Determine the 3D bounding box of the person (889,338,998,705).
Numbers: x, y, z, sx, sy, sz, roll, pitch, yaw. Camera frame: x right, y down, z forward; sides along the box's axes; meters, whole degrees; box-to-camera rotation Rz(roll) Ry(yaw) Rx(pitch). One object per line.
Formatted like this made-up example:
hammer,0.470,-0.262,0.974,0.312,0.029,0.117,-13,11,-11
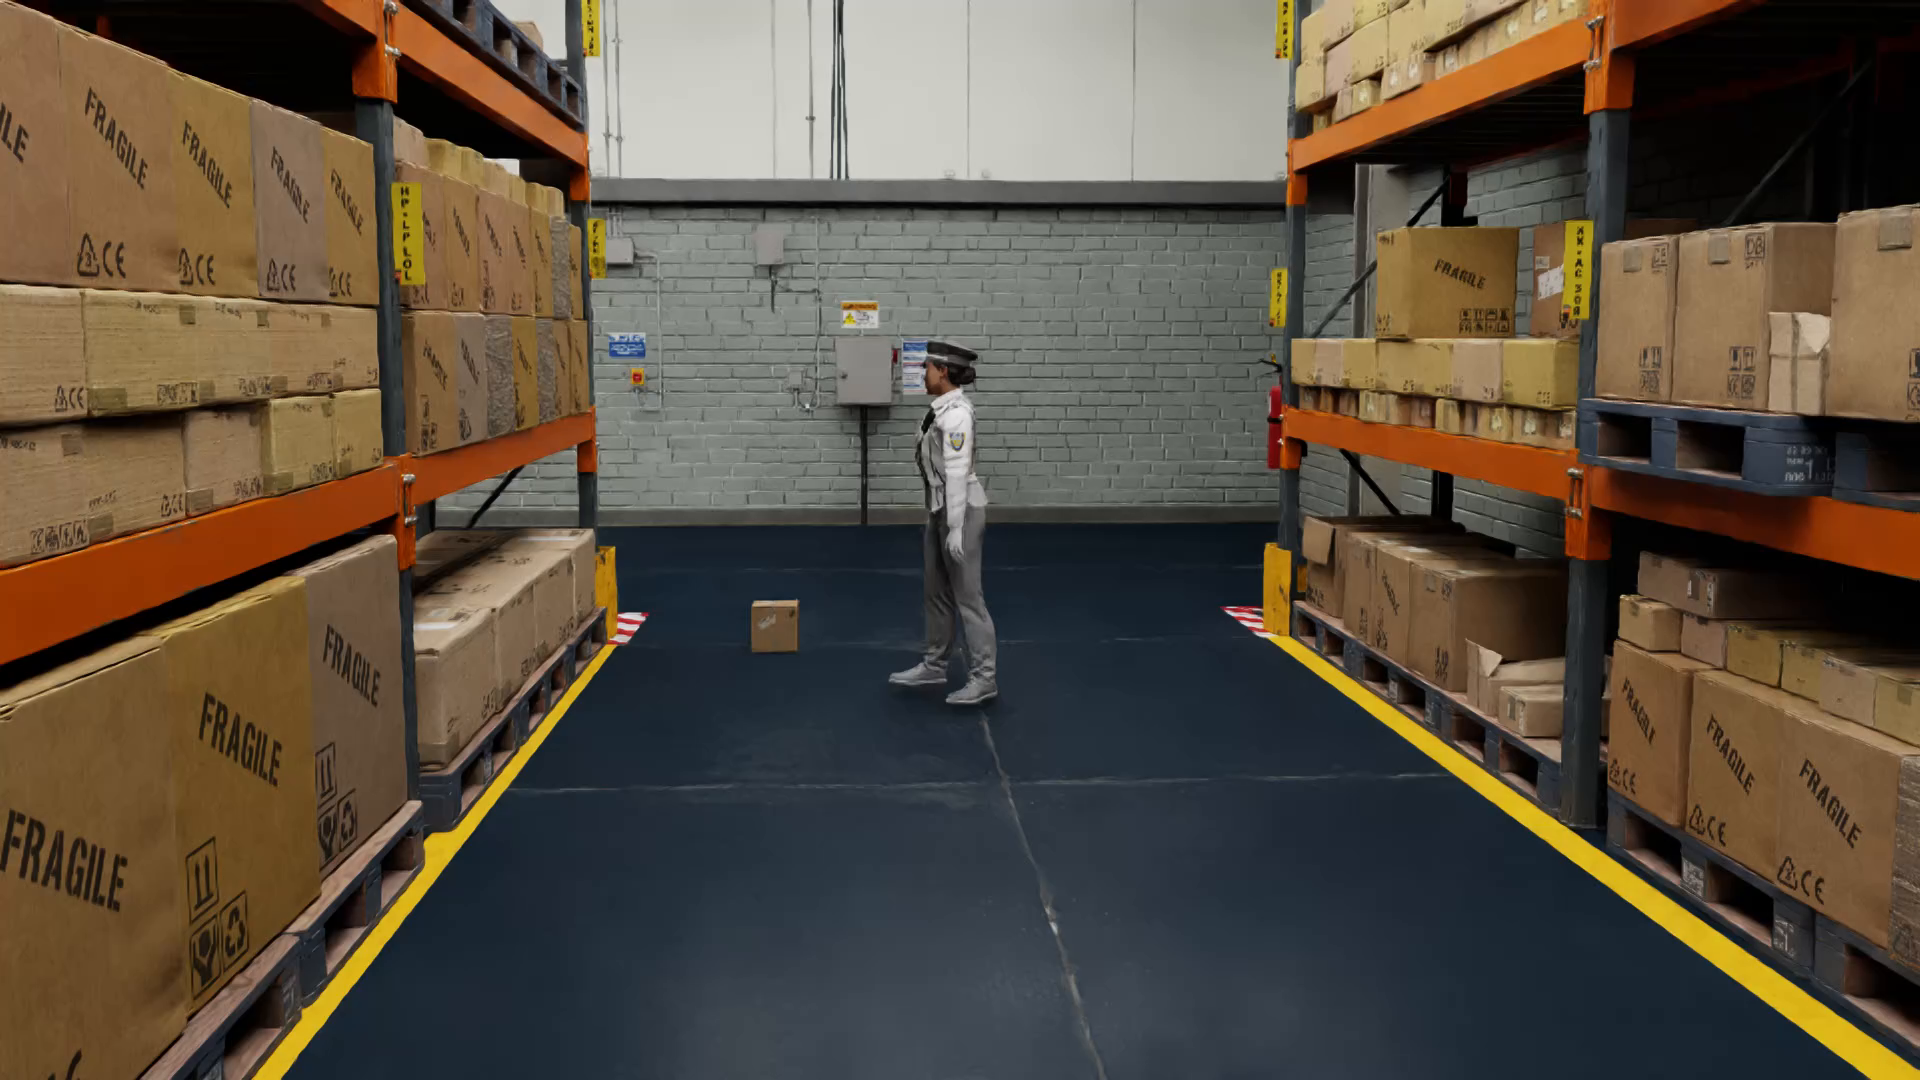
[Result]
person,-0.083,-0.101,7.801,0.488,1.679,0.648,-1,7,-8
